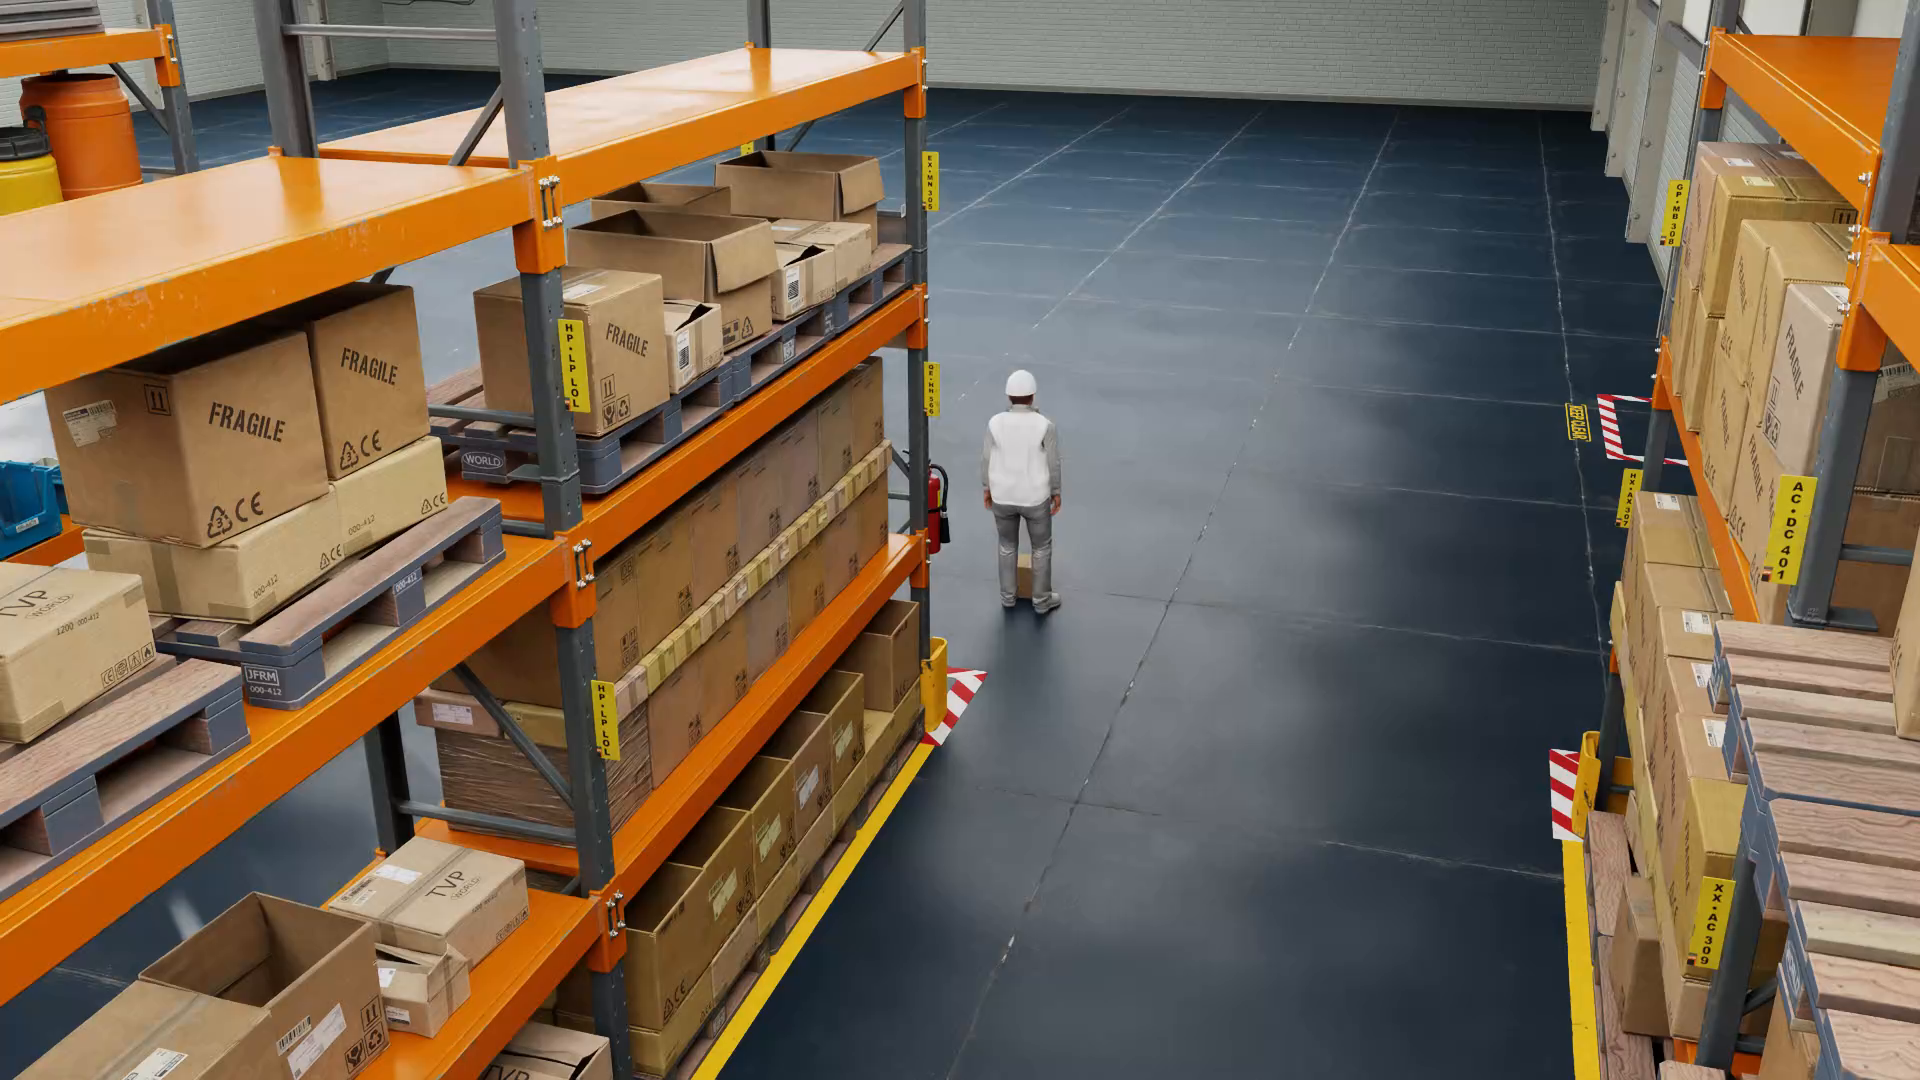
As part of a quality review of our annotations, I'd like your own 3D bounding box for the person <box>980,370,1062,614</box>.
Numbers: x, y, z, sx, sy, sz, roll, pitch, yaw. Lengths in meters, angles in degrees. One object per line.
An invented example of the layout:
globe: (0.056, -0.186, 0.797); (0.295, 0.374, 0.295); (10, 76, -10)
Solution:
person: (0.441, -0.339, 11.902); (0.583, 1.770, 0.476); (5, 22, 13)
